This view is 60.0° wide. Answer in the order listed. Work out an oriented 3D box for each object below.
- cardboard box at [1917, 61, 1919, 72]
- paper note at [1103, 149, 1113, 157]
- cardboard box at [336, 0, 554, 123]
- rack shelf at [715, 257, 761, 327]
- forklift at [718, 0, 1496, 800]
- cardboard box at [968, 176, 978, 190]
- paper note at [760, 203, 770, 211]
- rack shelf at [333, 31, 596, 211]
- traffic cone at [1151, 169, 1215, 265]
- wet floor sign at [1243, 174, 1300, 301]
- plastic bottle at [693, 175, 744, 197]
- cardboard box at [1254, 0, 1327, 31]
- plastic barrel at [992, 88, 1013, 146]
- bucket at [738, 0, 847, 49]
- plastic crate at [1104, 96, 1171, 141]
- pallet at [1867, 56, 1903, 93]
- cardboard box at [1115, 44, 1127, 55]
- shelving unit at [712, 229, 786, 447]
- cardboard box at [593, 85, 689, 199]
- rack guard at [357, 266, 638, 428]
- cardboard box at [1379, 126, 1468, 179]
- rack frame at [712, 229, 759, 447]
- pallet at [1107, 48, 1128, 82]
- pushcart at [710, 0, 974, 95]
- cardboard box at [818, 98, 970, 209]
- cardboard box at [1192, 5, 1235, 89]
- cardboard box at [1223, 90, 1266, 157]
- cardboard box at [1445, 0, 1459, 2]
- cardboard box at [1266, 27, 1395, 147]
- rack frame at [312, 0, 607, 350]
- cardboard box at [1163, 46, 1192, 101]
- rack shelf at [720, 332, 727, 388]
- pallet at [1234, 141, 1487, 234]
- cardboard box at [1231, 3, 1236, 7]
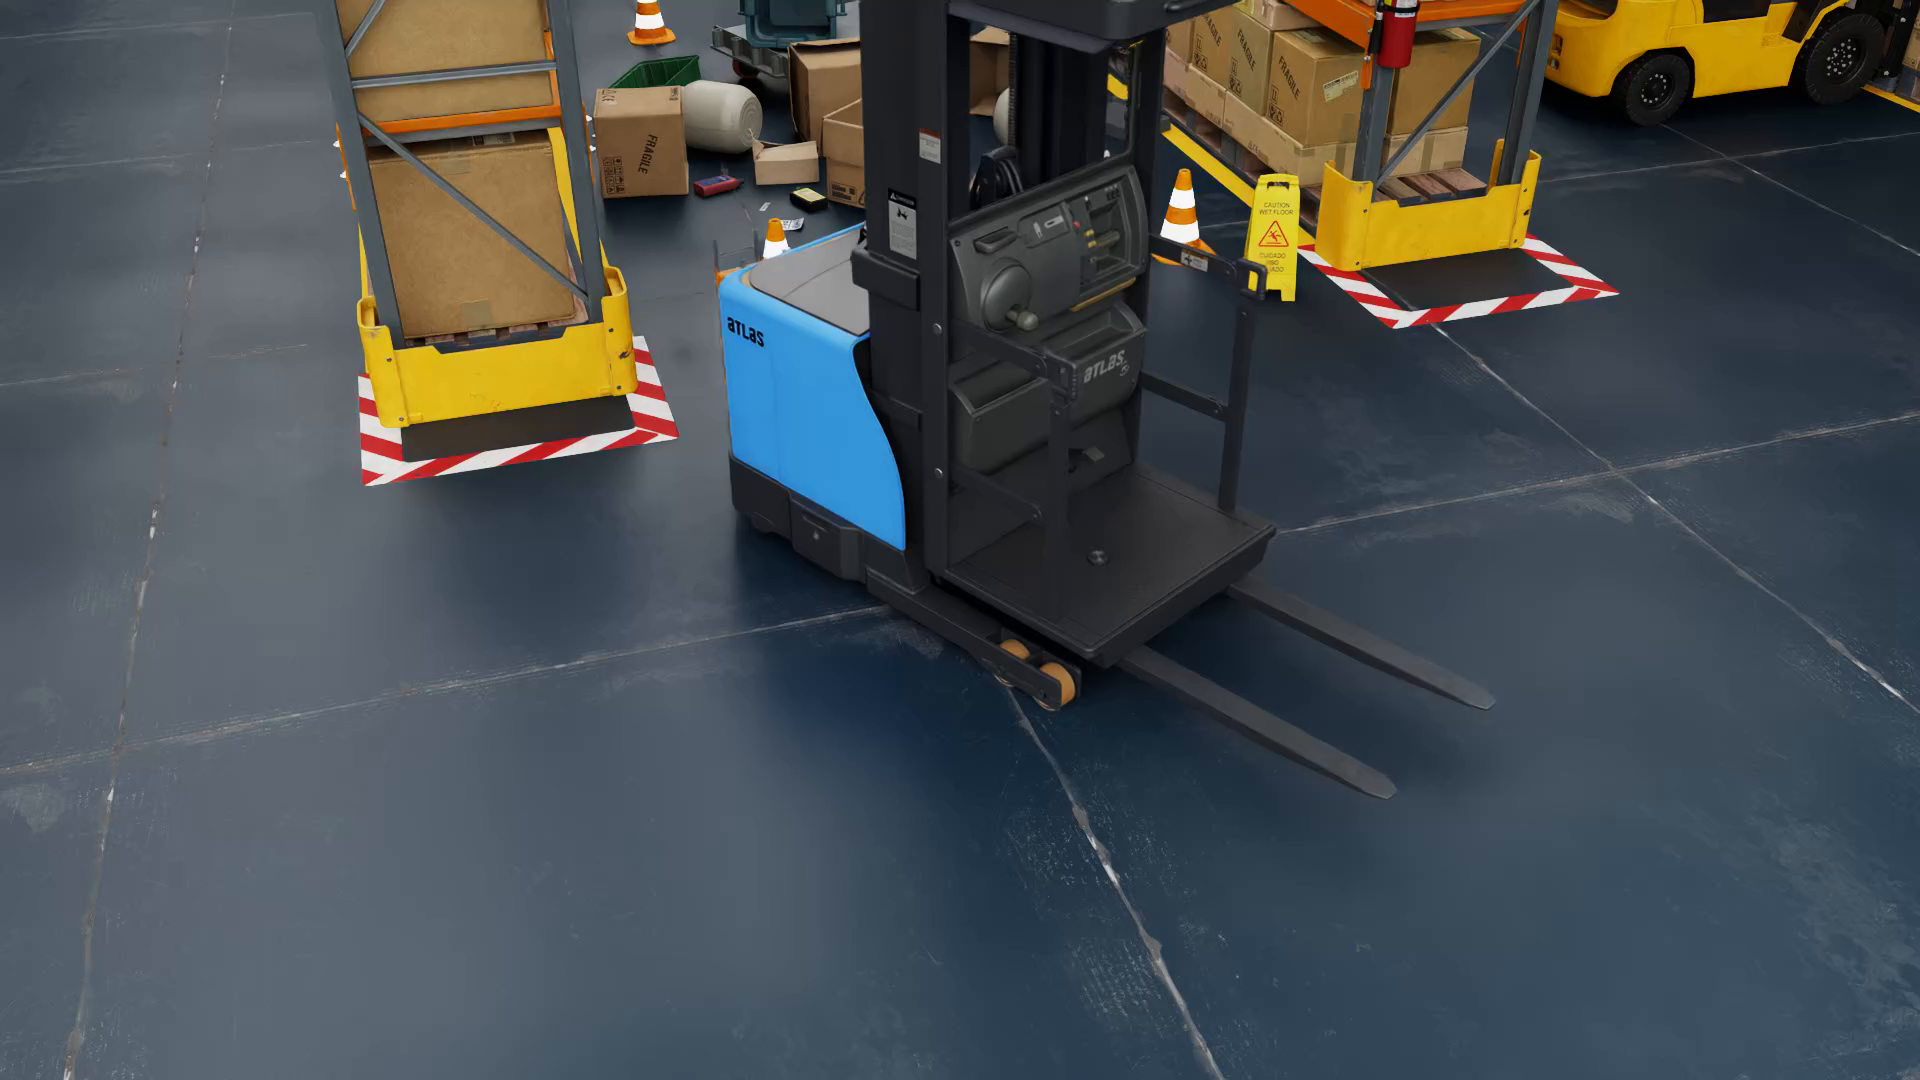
[{"bbox_3d":[6.706,-3.155,10.917,0.500,0.250,0.500,-10,35,-15],"label":"cardboard box"},{"bbox_3d":[0.904,-2.408,10.366,0.142,0.019,0.148,-23,40,-31],"label":"paper note"},{"bbox_3d":[-2.273,-2.198,7.220,0.875,0.550,0.550,-10,35,-15],"label":"cardboard box"},{"bbox_3d":[-0.842,-0.966,6.764,0.215,0.259,0.240,-20,38,-27],"label":"rack shelf"},{"bbox_3d":[0.470,-0.949,5.528,3.031,2.935,1.130,28,43,36],"label":"forklift"},{"bbox_3d":[0.244,-1.993,9.631,0.380,0.149,0.250,7,34,10],"label":"cardboard box"},{"bbox_3d":[-1.135,-1.940,9.677,0.032,0.001,0.123,7,34,10],"label":"paper note"},{"bbox_3d":[-2.726,-2.699,8.766,1.077,0.370,4.000,-10,35,-15],"label":"rack shelf"},{"bbox_3d":[1.207,-1.785,9.031,0.336,0.463,0.334,-10,35,-15],"label":"traffic cone"},{"bbox_3d":[1.606,-1.572,8.544,0.267,0.644,0.232,1,33,2],"label":"wet floor sign"},{"bbox_3d":[-1.432,-2.117,9.898,0.283,0.061,0.133,-23,40,-31],"label":"plastic bottle"},{"bbox_3d":[1.898,-3.004,9.420,0.380,0.149,0.250,-9,35,-13],"label":"cardboard box"},{"bbox_3d":[0.495,-2.589,10.284,0.512,0.421,0.421,13,36,18],"label":"plastic barrel"},{"bbox_3d":[-1.099,-3.633,11.118,0.726,0.611,0.620,1,23,2],"label":"bucket"},{"bbox_3d":[1.045,-2.754,10.845,0.402,0.080,0.583,-23,40,-31],"label":"plastic crate"},{"bbox_3d":[6.651,-3.541,11.918,1.003,0.211,1.213,-10,35,-15],"label":"pallet"},{"bbox_3d":[1.270,-3.607,11.601,0.500,0.250,0.500,-12,35,-17],"label":"cardboard box"},{"bbox_3d":[-0.842,-0.738,6.915,0.215,1.050,0.252,-20,38,-27],"label":"shelving unit"},{"bbox_3d":[-1.886,-2.364,9.873,0.500,0.500,0.500,-4,34,-6],"label":"cardboard box"},{"bbox_3d":[-2.109,-0.893,7.648,1.175,0.500,0.348,-10,35,-15],"label":"rack guard"},{"bbox_3d":[2.584,-2.332,9.672,0.500,0.250,0.500,-10,35,-15],"label":"cardboard box"},{"bbox_3d":[-0.908,-0.795,7.000,0.200,1.050,0.008,-20,38,-27],"label":"rack frame"},{"bbox_3d":[1.585,-3.424,11.741,1.003,0.211,1.213,-10,35,-15],"label":"pallet"},{"bbox_3d":[-0.809,-3.431,11.599,1.648,0.377,0.936,-23,40,-31],"label":"pushcart"},{"bbox_3d":[-0.380,-2.289,9.758,0.637,0.503,0.797,19,38,26],"label":"cardboard box"},{"bbox_3d":[1.765,-3.091,10.140,0.500,0.500,0.500,-11,35,-16],"label":"cardboard box"},{"bbox_3d":[1.914,-2.515,9.948,0.500,0.250,0.500,-10,35,-15],"label":"cardboard box"},{"bbox_3d":[2.661,-2.943,8.710,0.380,0.149,0.250,-10,35,-15],"label":"cardboard box"},{"bbox_3d":[2.074,-2.552,9.324,0.500,0.500,0.500,-10,35,-14],"label":"cardboard box"},{"bbox_3d":[-2.116,-1.949,6.978,1.000,3.000,0.127,-10,35,-15],"label":"rack frame"},{"bbox_3d":[1.608,-3.051,10.759,0.500,0.250,0.500,-10,35,-15],"label":"cardboard box"},{"bbox_3d":[-0.842,-0.729,6.921,0.215,0.259,0.240,-20,38,-27],"label":"rack shelf"},{"bbox_3d":[2.330,-2.143,9.802,1.003,0.211,1.213,-10,35,-15],"label":"pallet"},{"bbox_3d":[1.746,-3.275,9.830,0.380,0.149,0.250,-9,34,-13],"label":"cardboard box"}]
